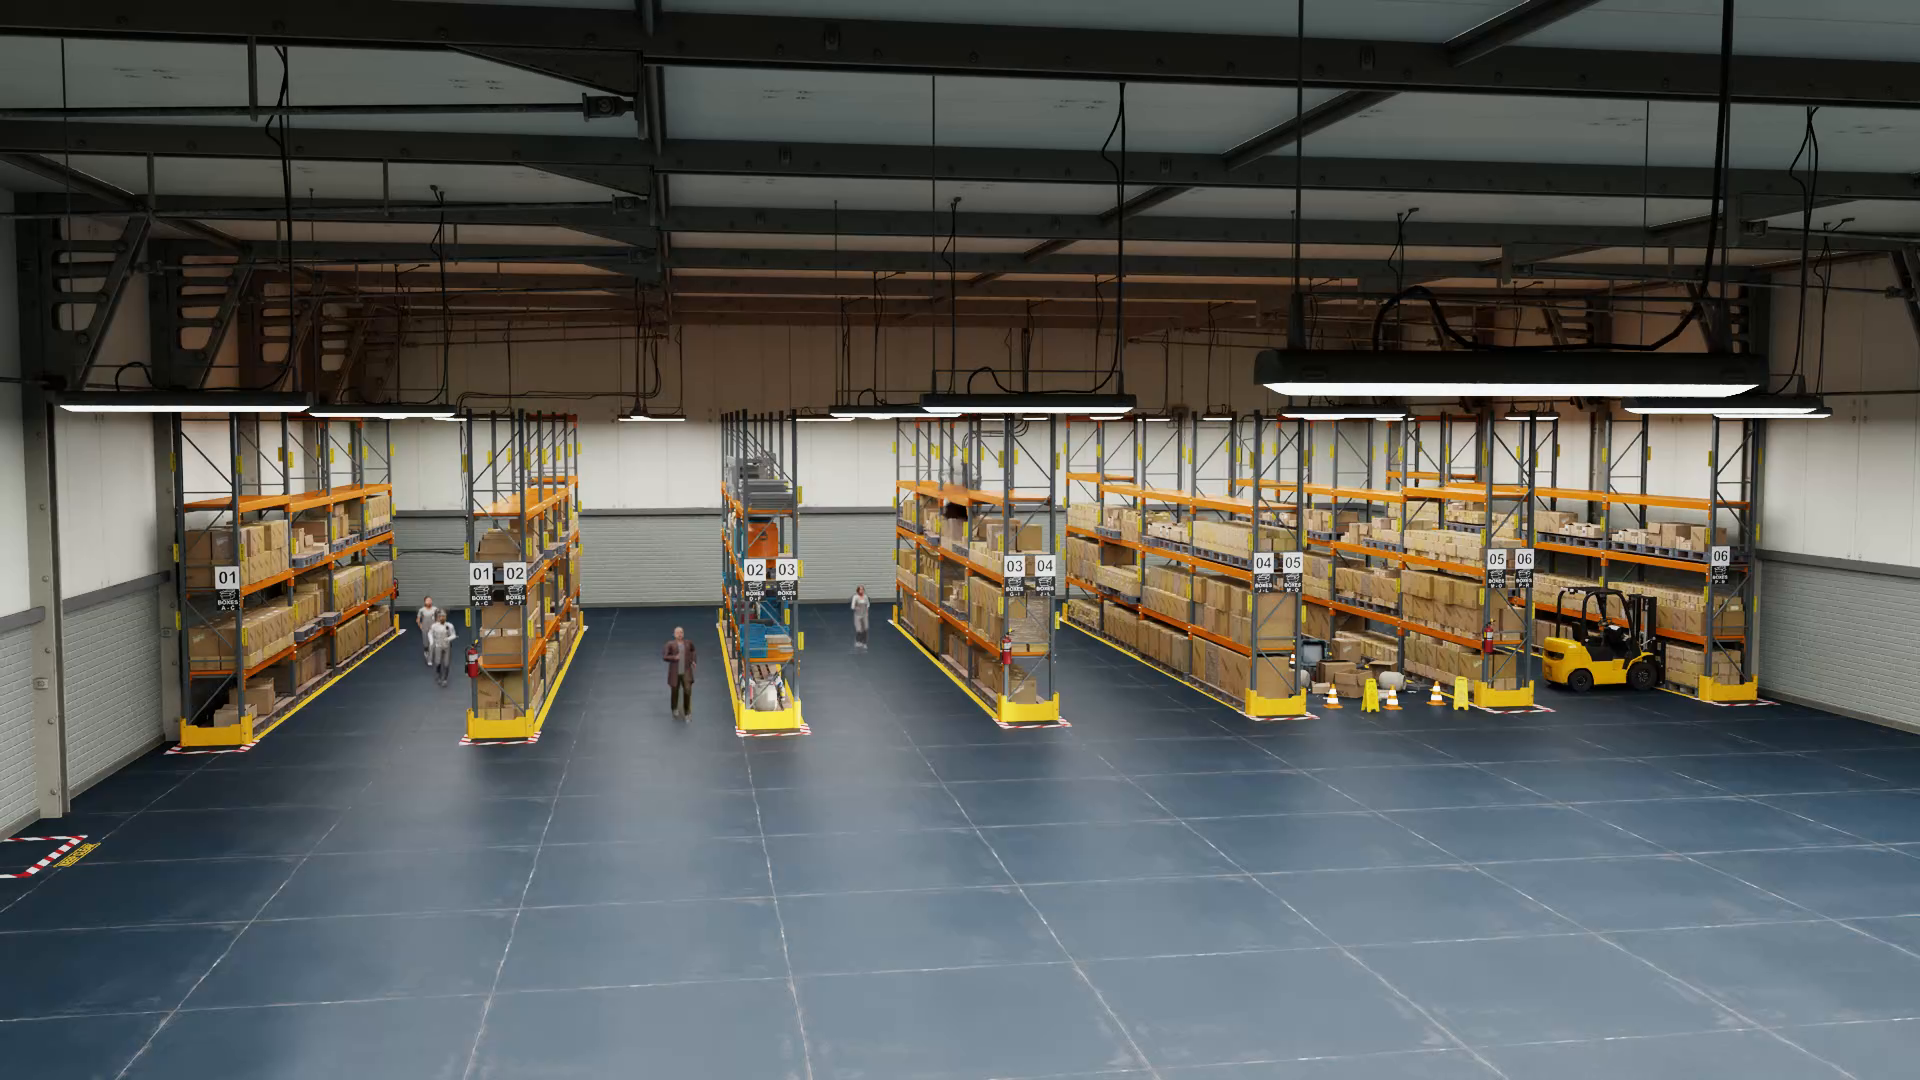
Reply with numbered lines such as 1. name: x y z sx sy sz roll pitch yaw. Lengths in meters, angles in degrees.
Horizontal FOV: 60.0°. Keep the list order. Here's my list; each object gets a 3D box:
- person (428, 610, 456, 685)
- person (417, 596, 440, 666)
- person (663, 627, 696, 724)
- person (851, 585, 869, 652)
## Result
1. person: -11.291 2.349 36.255 0.593 1.660 0.624 -1 4 -16
2. person: -12.642 2.150 39.612 0.565 1.641 0.731 -2 4 -22
3. person: -5.403 2.595 32.066 0.677 1.846 0.865 -1 4 -17
4. person: -2.414 1.905 40.493 0.490 1.624 0.711 -1 4 -16
